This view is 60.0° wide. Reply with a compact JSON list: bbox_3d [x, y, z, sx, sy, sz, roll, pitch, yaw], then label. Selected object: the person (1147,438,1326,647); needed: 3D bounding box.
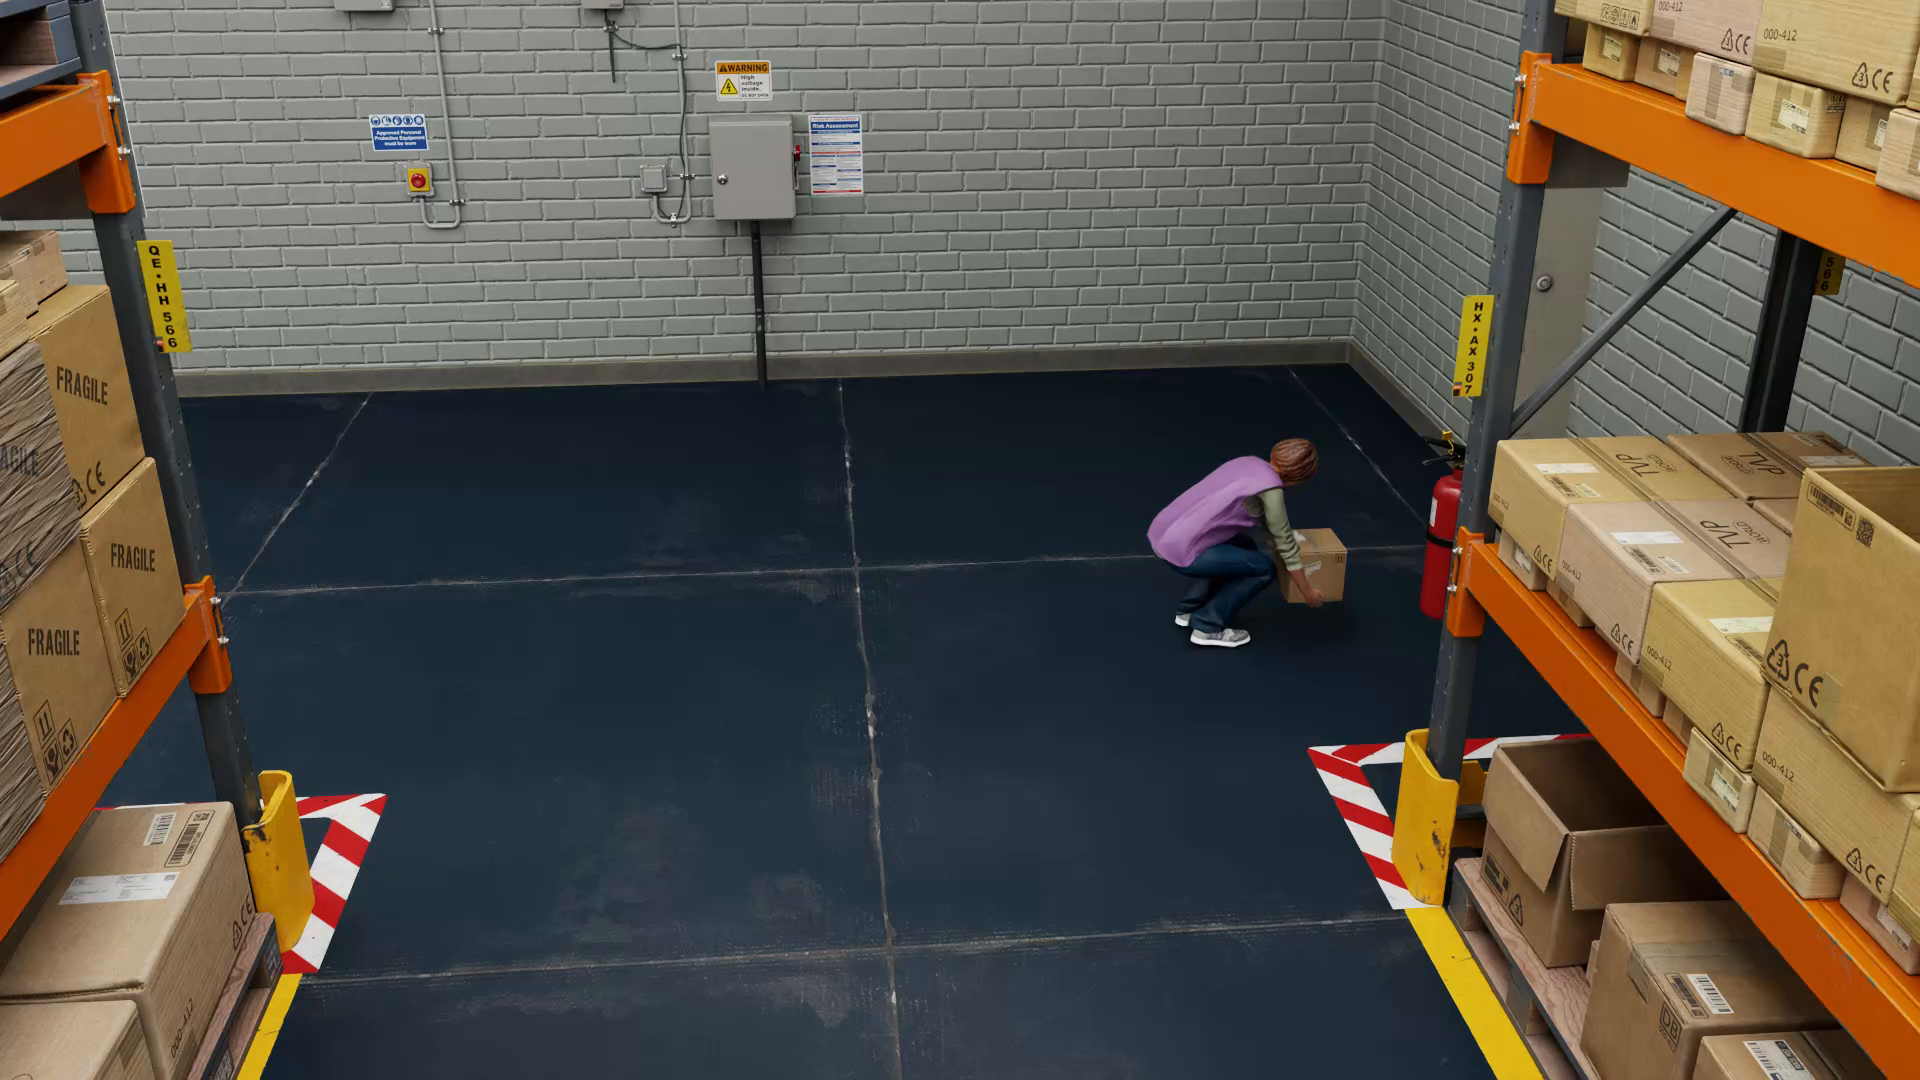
[{"bbox_3d":[1.230,0.005,7.452,0.797,0.908,0.442,-2,24,-5],"label":"person"}]
